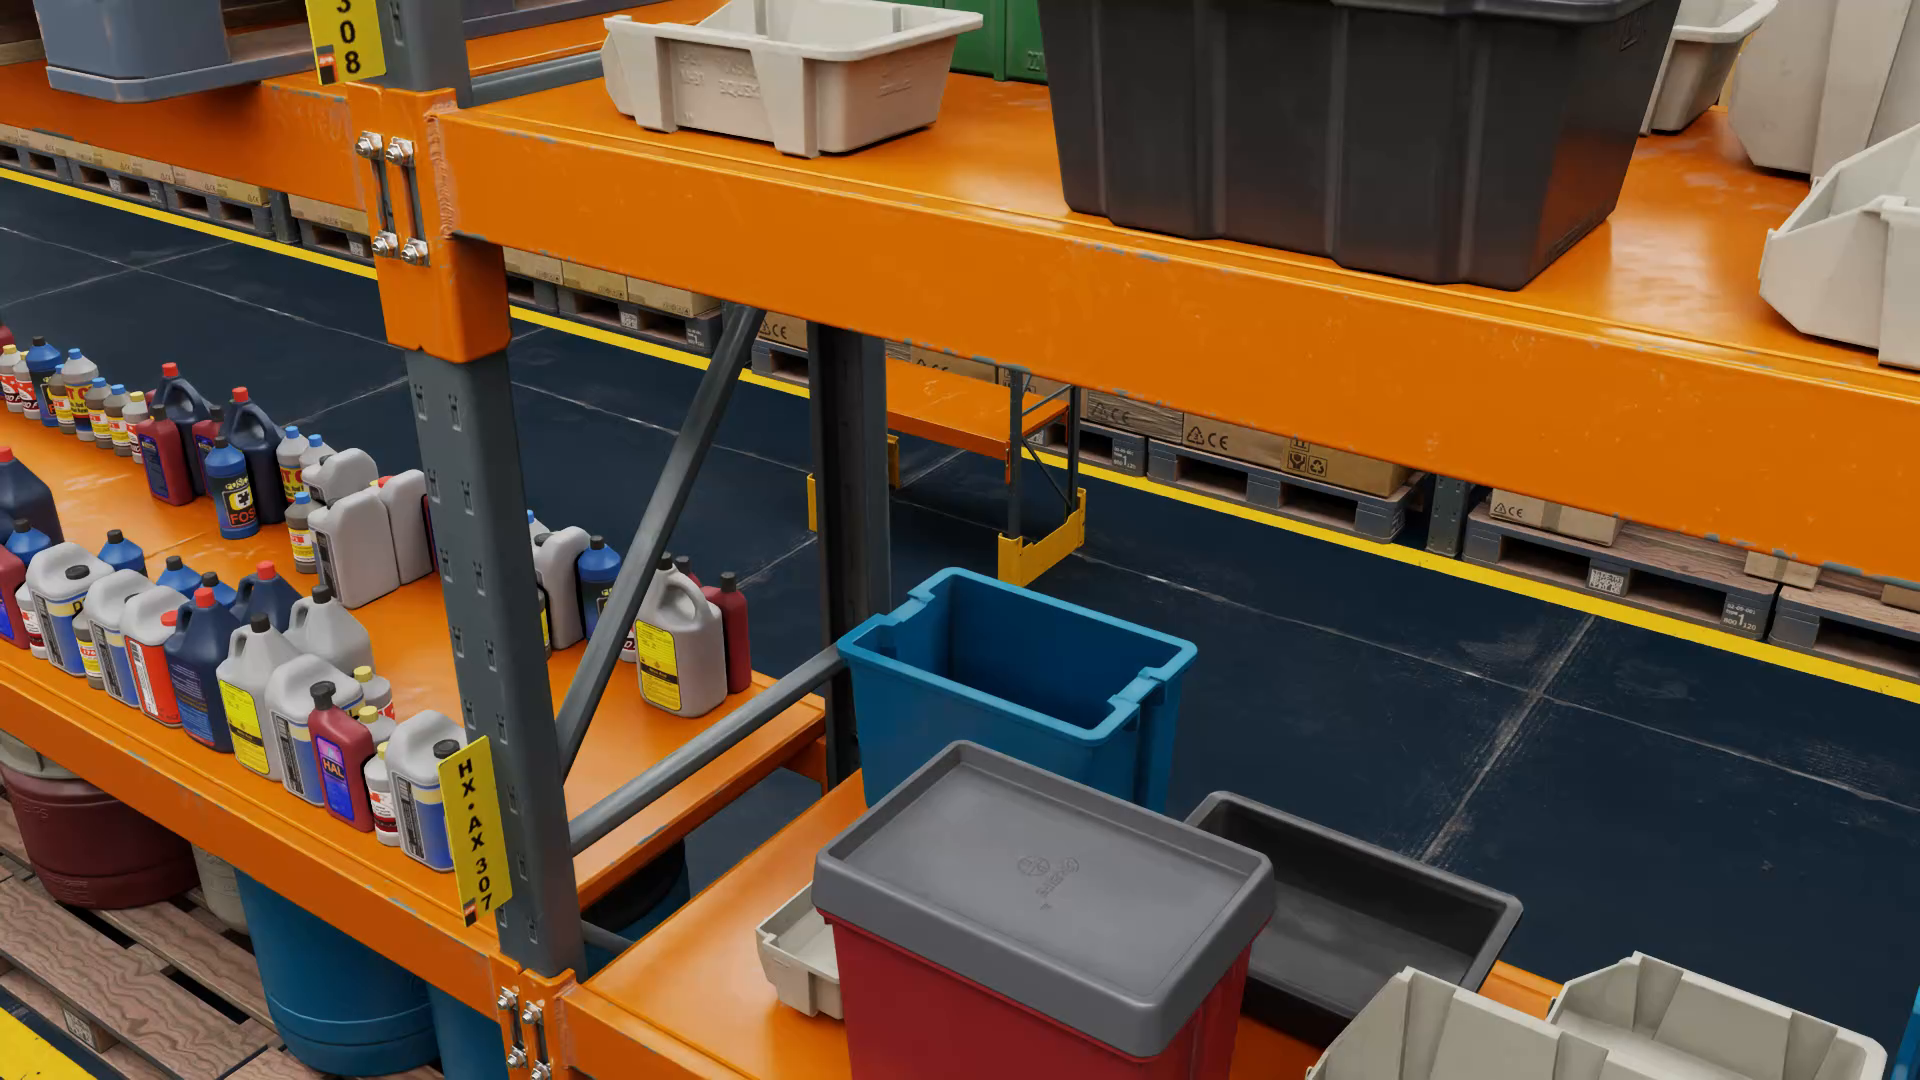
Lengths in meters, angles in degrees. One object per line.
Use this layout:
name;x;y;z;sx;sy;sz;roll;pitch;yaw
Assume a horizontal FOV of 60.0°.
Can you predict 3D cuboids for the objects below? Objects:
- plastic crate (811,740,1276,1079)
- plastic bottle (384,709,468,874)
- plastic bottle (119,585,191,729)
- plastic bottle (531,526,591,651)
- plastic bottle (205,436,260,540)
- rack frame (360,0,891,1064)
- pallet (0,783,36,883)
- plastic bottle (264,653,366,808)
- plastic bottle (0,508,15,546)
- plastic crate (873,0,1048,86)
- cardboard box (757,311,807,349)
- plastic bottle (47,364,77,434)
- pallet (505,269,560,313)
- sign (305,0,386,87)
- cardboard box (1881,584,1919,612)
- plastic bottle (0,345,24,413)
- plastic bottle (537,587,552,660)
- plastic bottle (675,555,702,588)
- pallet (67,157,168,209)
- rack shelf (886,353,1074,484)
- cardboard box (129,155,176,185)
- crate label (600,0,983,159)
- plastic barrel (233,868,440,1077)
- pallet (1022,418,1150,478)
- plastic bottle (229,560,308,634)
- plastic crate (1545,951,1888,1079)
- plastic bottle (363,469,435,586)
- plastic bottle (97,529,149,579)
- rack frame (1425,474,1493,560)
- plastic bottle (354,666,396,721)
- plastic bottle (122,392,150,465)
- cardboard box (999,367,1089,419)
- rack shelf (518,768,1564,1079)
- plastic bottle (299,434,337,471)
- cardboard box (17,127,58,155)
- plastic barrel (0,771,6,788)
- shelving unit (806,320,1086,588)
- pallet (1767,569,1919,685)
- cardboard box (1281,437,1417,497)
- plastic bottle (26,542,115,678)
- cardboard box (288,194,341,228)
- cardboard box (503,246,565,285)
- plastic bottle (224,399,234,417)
plastic crate;0.121;0.662;2.505;0.583;0.464;0.402;17;32;30
plastic bottle;-0.981;0.469;3.157;0.135;0.276;0.152;17;32;30
plastic bottle;-1.698;0.246;3.596;0.135;0.276;0.152;17;32;30
plastic bottle;-0.941;0.094;3.894;0.135;0.276;0.152;17;32;30
plastic bottle;-1.916;-0.143;4.366;0.097;0.271;0.097;0;27;0
rack frame;-0.475;0.396;3.166;0.053;2.616;0.949;17;32;30
pallet;-3.097;0.797;5.452;1.213;0.211;1.003;17;32;30
plastic bottle;-1.282;0.375;3.342;0.135;0.276;0.152;17;32;30
plastic bottle;-2.324;0.020;3.958;0.185;0.351;0.144;17;32;30
plastic crate;0.047;-0.852;2.544;0.662;0.188;0.450;17;32;30
cardboard box;-0.749;-1.342;8.851;0.500;0.500;0.500;19;32;32
plastic bottle;-2.680;-0.429;5.005;0.097;0.201;0.097;0;27;0
pallet;-2.621;-1.781;10.516;1.213;0.211;1.003;17;32;30
sign;-0.786;-0.741;2.082;0.005;0.325;0.100;17;32;30
cardboard box;3.886;-0.060;6.327;0.637;0.503;0.797;17;32;30
plastic bottle;-2.920;-0.504;5.153;0.097;0.201;0.097;0;27;0
plastic bottle;-0.996;0.179;3.810;0.097;0.201;0.097;0;27;0
plastic bottle;-0.644;0.158;3.760;0.133;0.283;0.061;17;32;30
pallet;-5.902;-2.801;12.521;1.213;0.211;1.003;17;32;30
rack shelf;-0.070;-0.530;7.034;1.000;0.185;0.538;17;32;30
cardboard box;-5.593;-2.765;11.944;0.500;0.250;0.500;17;32;30
crate label;-0.233;-0.591;2.088;0.466;0.136;0.293;17;32;30
plastic barrel;-1.496;0.814;4.193;0.708;0.901;0.600;17;32;30
pallet;0.633;-0.721;8.435;1.213;0.211;1.003;17;32;30
plastic bottle;-1.487;0.201;3.602;0.185;0.351;0.144;17;32;30
plastic crate;1.132;0.820;2.556;0.466;0.136;0.293;17;32;30
plastic bottle;-1.402;-0.049;4.177;0.135;0.276;0.152;17;32;30
plastic bottle;-1.945;0.102;3.883;0.097;0.271;0.097;0;27;0
rack frame;2.334;-1.457;6.805;0.127;3.000;1.000;17;32;30
plastic bottle;-1.227;0.357;3.460;0.097;0.201;0.097;0;27;0
plastic bottle;-2.359;-0.329;4.809;0.097;0.201;0.097;0;27;0
cardboard box;0.529;-0.947;8.074;0.500;0.500;0.500;16;31;29
rack shelf;1.175;1.229;2.322;4.000;0.370;1.077;17;32;30
plastic bottle;-1.673;-0.147;4.373;0.097;0.271;0.097;0;27;0
cardboard box;-6.827;-3.152;12.705;0.500;0.250;0.500;17;32;30
plastic barrel;-2.841;0.520;5.202;0.421;0.512;0.421;0;27;0
shelving unit;-0.063;-0.688;6.948;1.083;1.500;0.587;17;32;30
pallet;3.910;0.276;6.475;1.213;0.211;1.003;17;32;30
cardboard box;1.765;-0.558;7.311;0.500;0.500;0.500;17;32;30
plastic bottle;-2.000;0.152;3.781;0.135;0.276;0.152;17;32;30
cardboard box;-4.068;-2.276;10.984;0.500;0.250;0.500;16;31;29
cardboard box;-2.374;-1.751;9.951;0.500;0.250;0.500;18;32;31
plastic bottle;-1.991;-0.261;4.585;0.133;0.283;0.061;17;32;30
